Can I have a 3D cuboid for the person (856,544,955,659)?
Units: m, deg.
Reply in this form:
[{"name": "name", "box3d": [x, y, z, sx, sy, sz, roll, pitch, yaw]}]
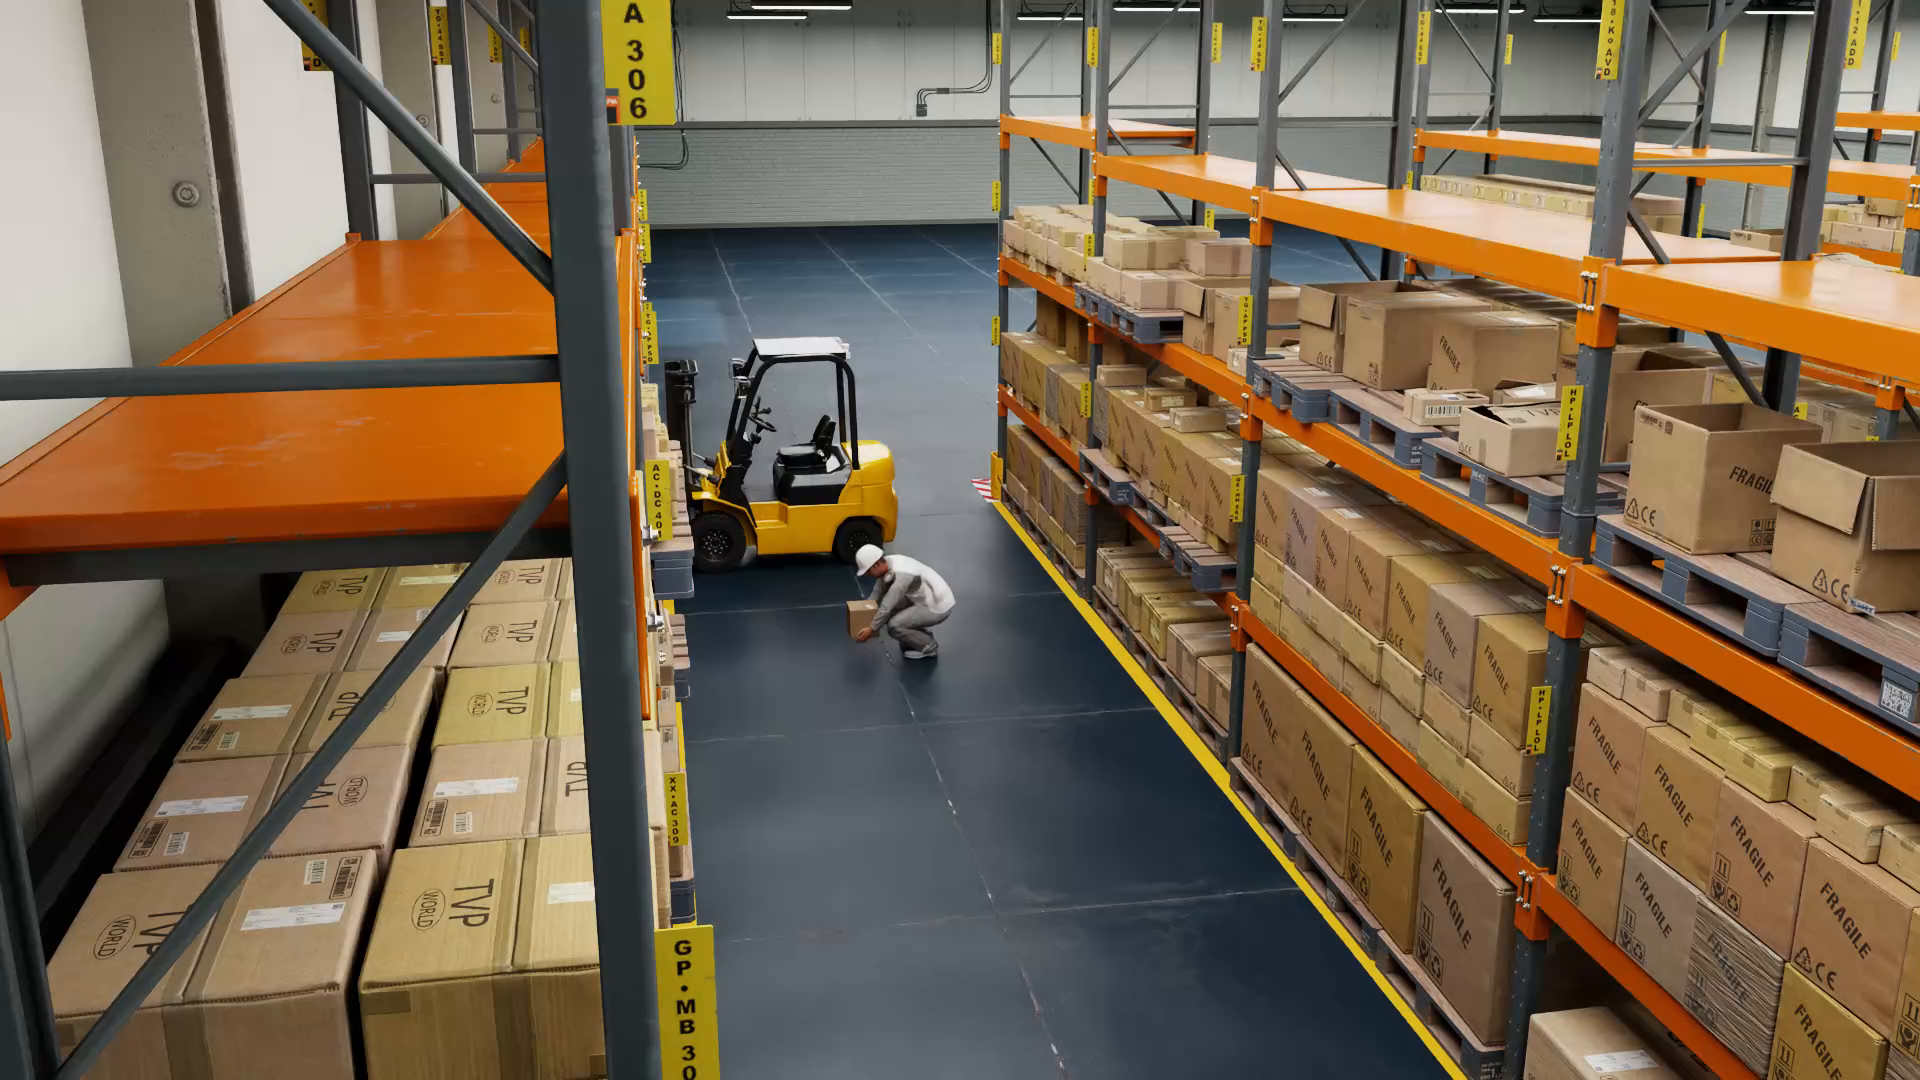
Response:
[{"name": "person", "box3d": [-0.483, 0.495, 14.177, 0.873, 1.005, 0.537, -3, 17, -10]}]
